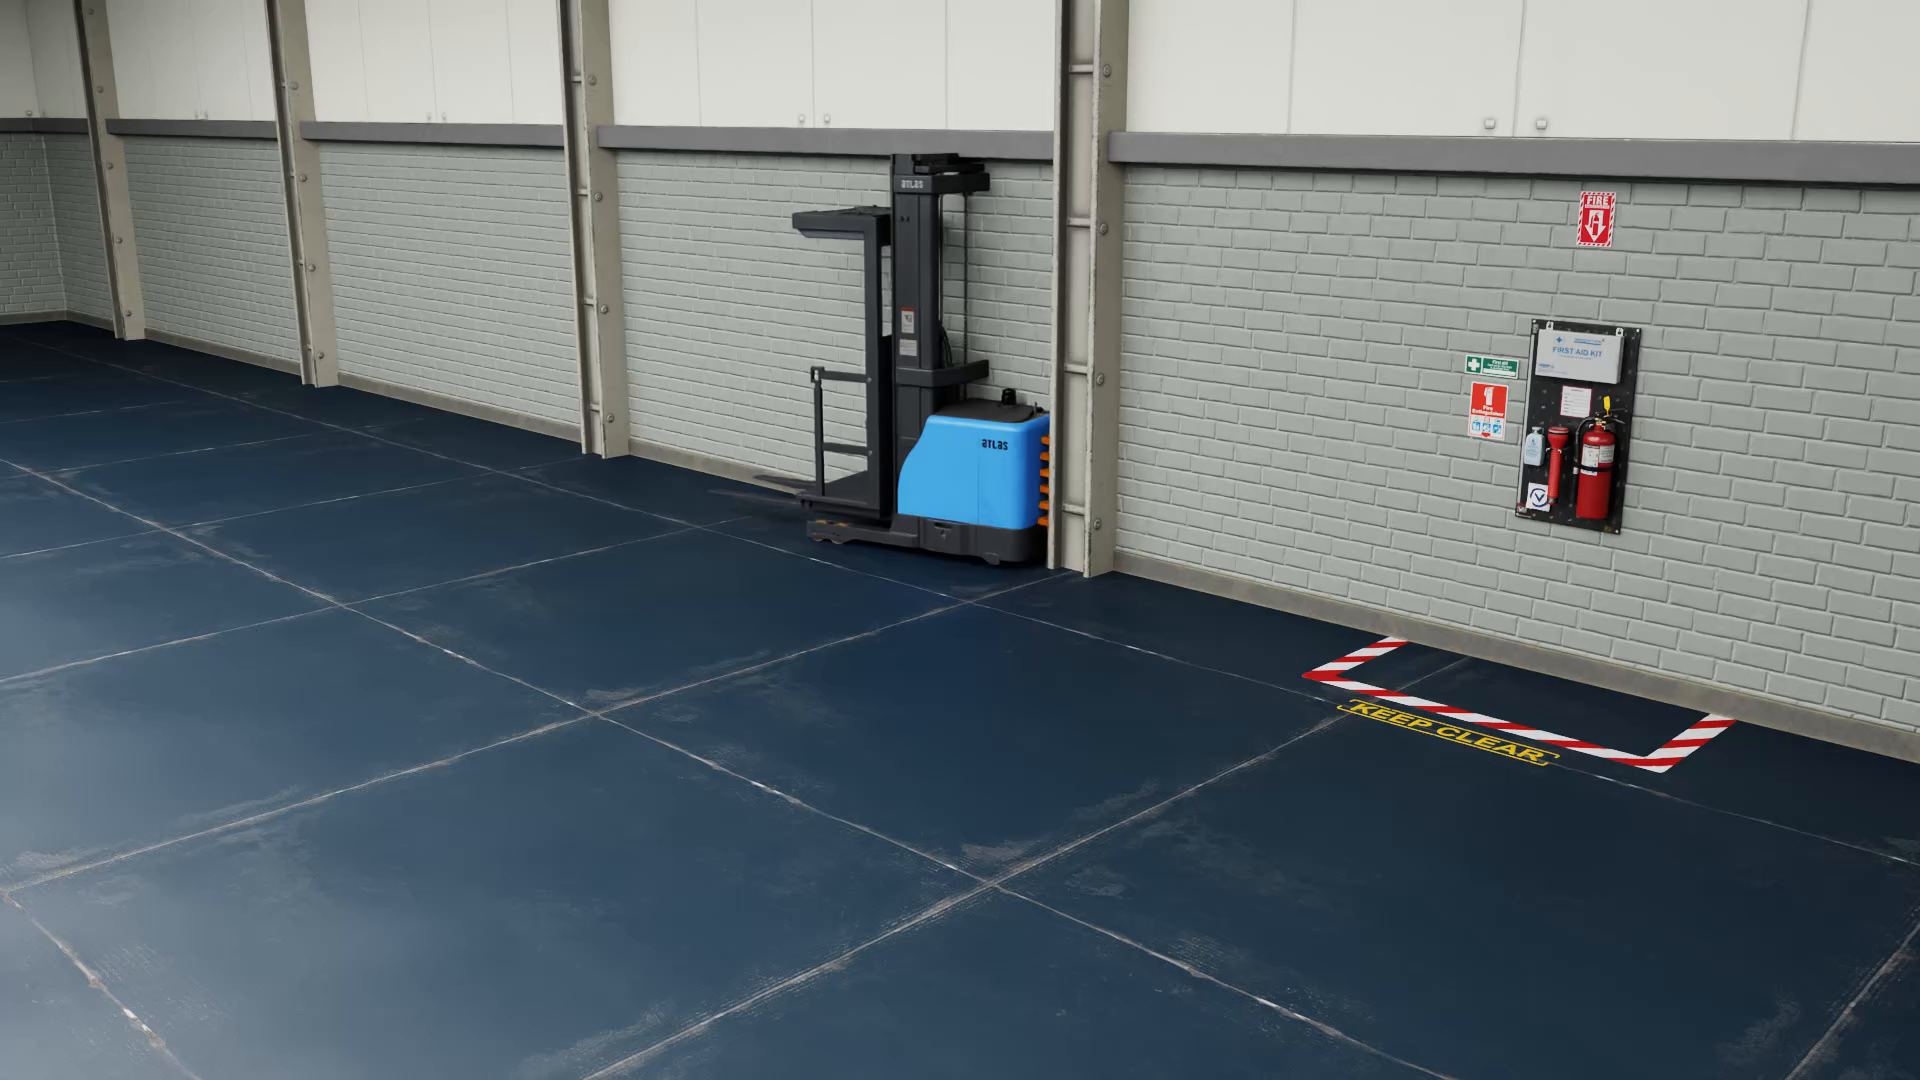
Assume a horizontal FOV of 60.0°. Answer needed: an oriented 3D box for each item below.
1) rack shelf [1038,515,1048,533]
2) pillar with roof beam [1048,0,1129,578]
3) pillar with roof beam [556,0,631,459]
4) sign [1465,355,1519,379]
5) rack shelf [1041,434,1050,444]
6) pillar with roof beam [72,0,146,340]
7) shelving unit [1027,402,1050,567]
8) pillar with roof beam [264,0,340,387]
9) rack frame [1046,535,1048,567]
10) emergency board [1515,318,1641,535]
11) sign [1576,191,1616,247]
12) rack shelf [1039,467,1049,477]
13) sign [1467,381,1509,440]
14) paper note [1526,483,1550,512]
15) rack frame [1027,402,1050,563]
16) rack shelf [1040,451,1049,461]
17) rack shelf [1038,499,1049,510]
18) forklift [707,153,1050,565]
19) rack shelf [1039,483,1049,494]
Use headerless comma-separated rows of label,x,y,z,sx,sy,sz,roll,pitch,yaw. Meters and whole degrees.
rack shelf,0.658,-0.131,12.244,0.180,0.103,0.258,14,17,42
pillar with roof beam,-2.102,-3.365,8.000,0.400,9.000,9.100,14,20,42
pillar with roof beam,-6.421,-4.415,12.030,0.400,9.000,9.100,14,20,42
sign,3.124,-1.020,9.774,0.331,0.109,0.001,14,20,42
rack shelf,0.681,-0.716,12.113,0.180,0.103,0.258,14,17,42
pillar with roof beam,-15.060,-6.515,20.090,0.400,9.000,9.100,14,20,42
shelving unit,0.669,-0.409,12.182,0.189,1.200,0.258,14,17,42
pillar with roof beam,-10.740,-5.465,16.060,0.400,9.000,9.100,14,20,42
rack frame,0.735,-0.393,12.121,0.006,1.200,0.240,14,17,42
emergency board,3.453,-0.633,9.411,0.643,1.169,0.194,14,20,42
sign,3.516,-1.774,9.194,0.199,0.298,0.001,14,20,42
rack shelf,0.672,-0.482,12.165,0.180,0.103,0.258,14,17,42
sign,3.127,-0.766,9.850,0.234,0.329,0.001,14,20,42
paper note,3.374,-0.250,9.690,0.142,0.148,0.016,14,20,42
rack frame,0.603,-0.425,12.243,0.006,1.200,0.240,14,17,42
rack shelf,0.676,-0.599,12.139,0.180,0.103,0.258,14,17,42
rack shelf,0.663,-0.248,12.218,0.180,0.103,0.258,14,17,42
forklift,-0.599,-1.487,12.826,3.031,2.935,1.130,8,17,29
rack shelf,0.667,-0.365,12.191,0.180,0.103,0.258,14,17,42
